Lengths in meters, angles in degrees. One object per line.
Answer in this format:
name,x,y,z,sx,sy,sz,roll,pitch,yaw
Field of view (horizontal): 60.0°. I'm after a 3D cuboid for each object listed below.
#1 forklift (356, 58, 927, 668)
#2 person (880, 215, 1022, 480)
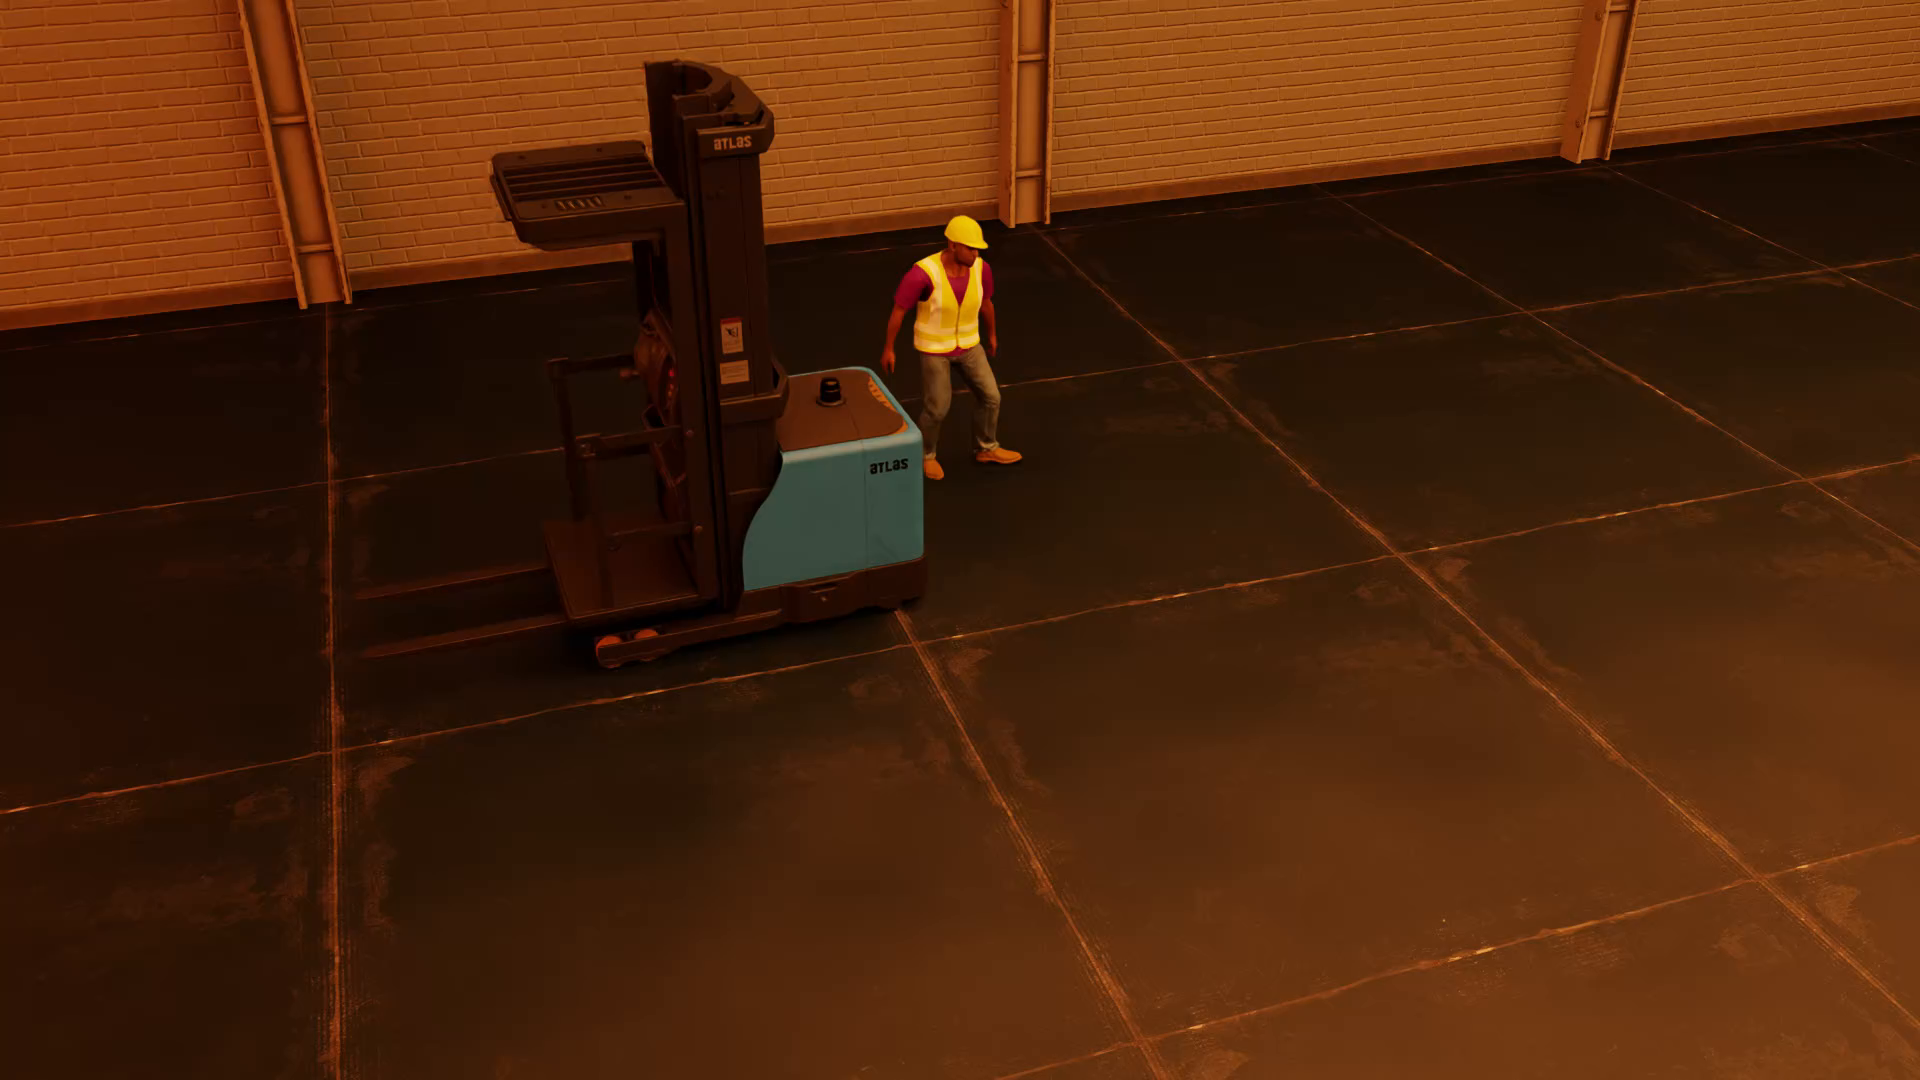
forklift,-1.759,-0.887,8.628,3.031,2.935,1.130,-10,31,-17
person,-0.043,-1.202,10.395,0.889,1.733,0.468,-15,33,-24
